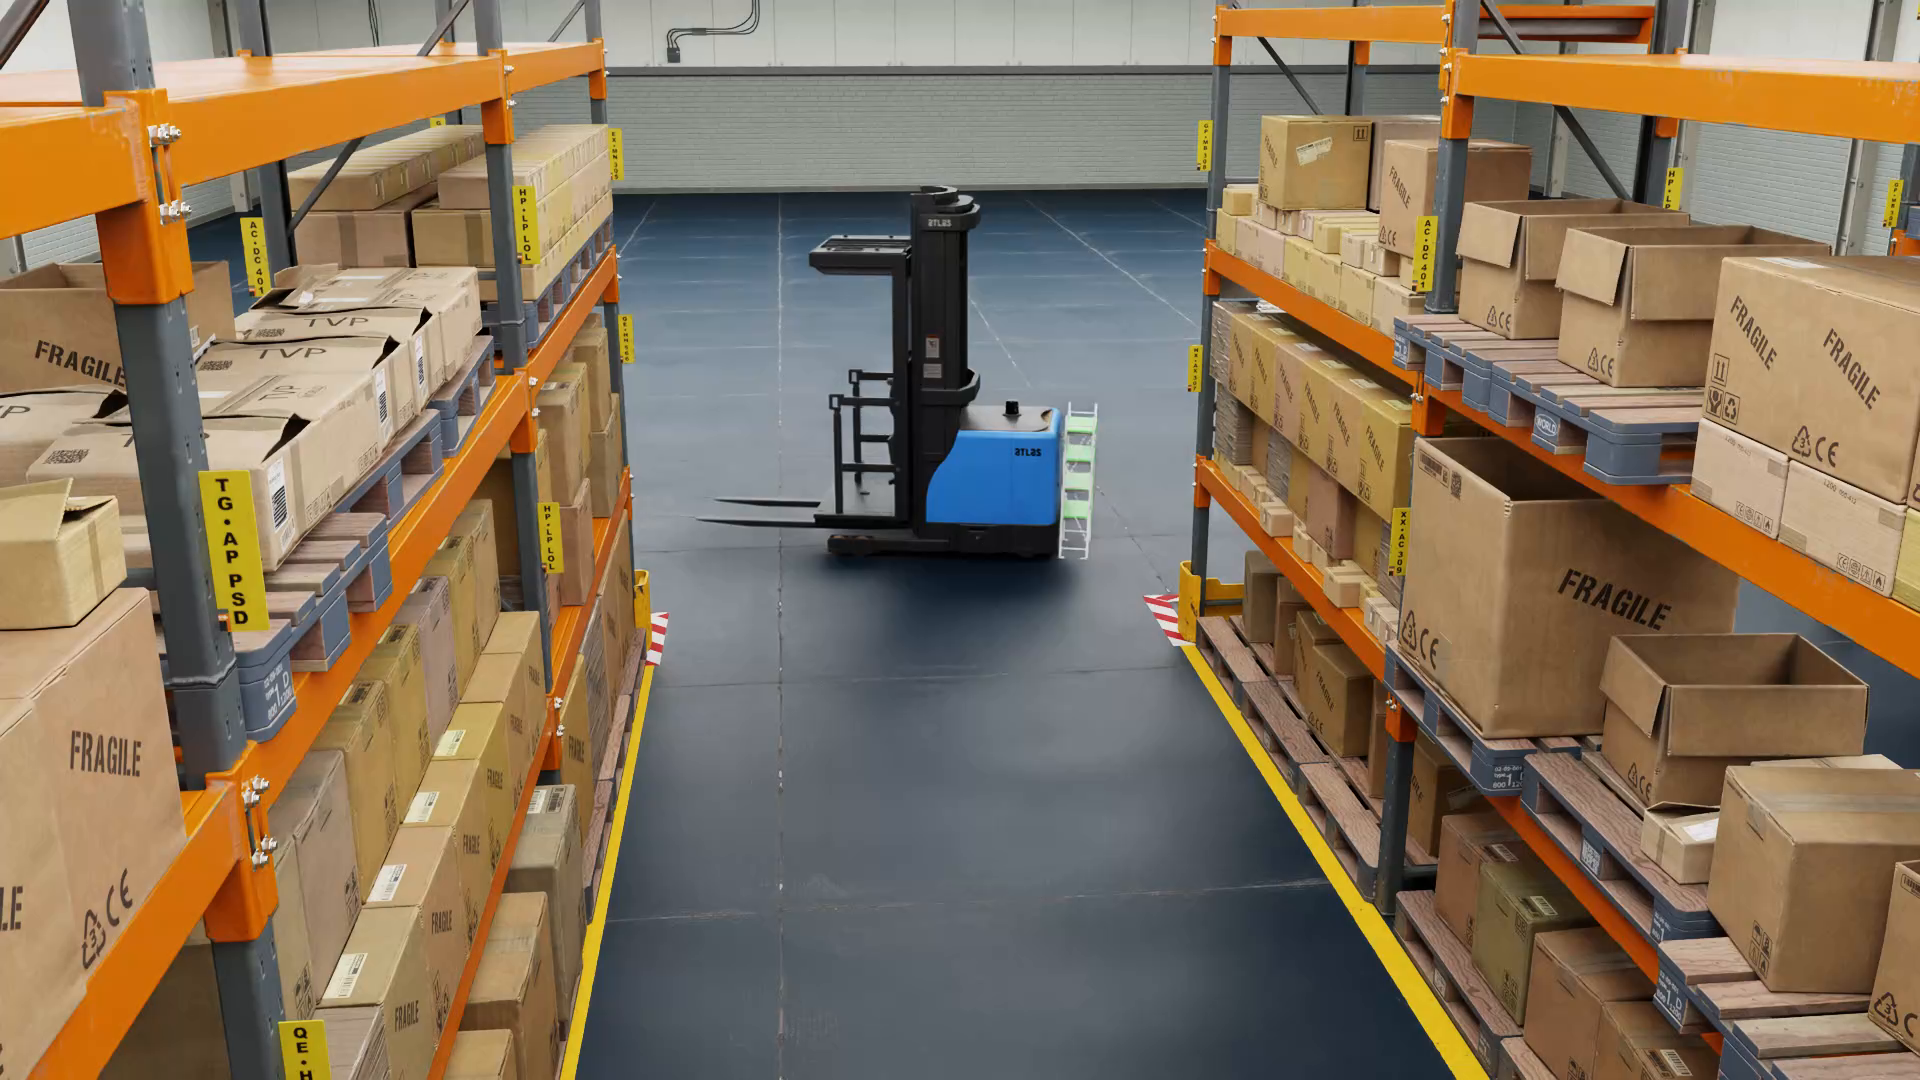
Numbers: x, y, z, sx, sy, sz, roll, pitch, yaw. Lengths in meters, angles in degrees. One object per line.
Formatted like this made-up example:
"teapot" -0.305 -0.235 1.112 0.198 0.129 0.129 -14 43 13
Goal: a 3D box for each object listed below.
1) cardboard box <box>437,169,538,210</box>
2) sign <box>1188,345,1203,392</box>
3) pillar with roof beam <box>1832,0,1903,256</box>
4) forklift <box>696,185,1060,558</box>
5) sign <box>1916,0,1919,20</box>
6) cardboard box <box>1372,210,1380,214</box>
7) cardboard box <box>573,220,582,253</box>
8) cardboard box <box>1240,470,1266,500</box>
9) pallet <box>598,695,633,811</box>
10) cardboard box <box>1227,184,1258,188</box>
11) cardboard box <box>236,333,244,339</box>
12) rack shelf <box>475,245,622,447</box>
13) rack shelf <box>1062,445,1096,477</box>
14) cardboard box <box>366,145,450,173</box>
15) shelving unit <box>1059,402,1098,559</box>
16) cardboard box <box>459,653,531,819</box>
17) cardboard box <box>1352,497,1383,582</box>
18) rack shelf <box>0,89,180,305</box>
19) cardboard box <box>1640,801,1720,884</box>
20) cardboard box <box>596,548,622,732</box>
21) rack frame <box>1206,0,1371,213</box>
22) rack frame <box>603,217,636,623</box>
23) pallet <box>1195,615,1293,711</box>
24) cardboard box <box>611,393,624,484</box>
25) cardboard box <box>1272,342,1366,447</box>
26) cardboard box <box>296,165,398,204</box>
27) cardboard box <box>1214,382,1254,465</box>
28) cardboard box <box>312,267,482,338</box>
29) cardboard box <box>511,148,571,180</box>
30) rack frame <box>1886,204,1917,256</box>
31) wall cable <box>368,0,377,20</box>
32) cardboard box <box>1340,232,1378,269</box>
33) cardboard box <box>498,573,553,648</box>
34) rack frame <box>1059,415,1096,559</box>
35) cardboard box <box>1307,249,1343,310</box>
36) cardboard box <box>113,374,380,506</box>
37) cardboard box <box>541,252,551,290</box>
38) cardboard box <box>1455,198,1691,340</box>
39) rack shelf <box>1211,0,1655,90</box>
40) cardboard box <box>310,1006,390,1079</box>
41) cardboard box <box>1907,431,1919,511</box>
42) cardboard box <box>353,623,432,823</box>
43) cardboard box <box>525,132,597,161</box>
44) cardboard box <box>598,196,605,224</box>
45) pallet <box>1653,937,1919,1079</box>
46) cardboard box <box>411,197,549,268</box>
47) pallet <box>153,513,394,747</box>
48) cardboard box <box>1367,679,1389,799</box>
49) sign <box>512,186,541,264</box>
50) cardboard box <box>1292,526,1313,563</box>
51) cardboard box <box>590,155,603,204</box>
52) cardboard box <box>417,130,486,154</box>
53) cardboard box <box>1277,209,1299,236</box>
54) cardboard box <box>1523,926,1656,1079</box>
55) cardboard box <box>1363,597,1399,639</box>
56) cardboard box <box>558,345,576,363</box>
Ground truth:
"cardboard box" -2.062 -1.533 7.264 0.380 0.149 0.250 -2 18 -5
"sign" 1.629 -1.185 11.500 0.100 0.325 0.005 -2 18 -6
"pillar with roof beam" 11.744 -9.158 28.326 9.100 9.000 0.400 -2 18 -6
"forklift" -0.680 -1.415 13.792 3.031 2.935 1.130 2 18 5
"sign" 6.548 -3.689 11.253 0.100 0.325 0.005 -2 18 -6
"cardboard box" 2.635 -1.878 9.728 0.380 0.149 0.250 -3 18 -8
"cardboard box" -2.219 -1.606 8.827 0.380 0.149 0.250 -2 17 -5
"cardboard box" 2.025 -0.353 10.713 0.380 0.149 0.250 -2 18 -6
"pallet" -2.492 1.263 9.802 1.003 0.211 1.213 -2 18 -6
"cardboard box" 1.968 -2.250 10.912 0.380 0.149 0.250 -2 18 -6
"cardboard box" -2.476 -0.608 5.649 0.380 0.149 0.250 -2 18 -6
"rack shelf" -2.569 -1.158 9.051 1.077 0.370 4.000 -2 18 -6
"rack shelf" 0.981 -0.662 13.681 0.258 0.148 0.480 3 18 5
"cardboard box" -2.874 -1.966 8.642 0.380 0.149 0.250 -2 17 -5
"shelving unit" 0.975 -0.494 13.734 0.258 1.200 0.503 3 18 5
"cardboard box" -1.990 0.776 6.531 0.500 0.500 0.500 -2 18 -6
"cardboard box" 2.580 -0.073 8.738 0.875 0.500 0.500 -2 18 -6
"rack shelf" -1.743 -0.015 1.070 1.077 0.370 4.000 -2 18 -6
"cardboard box" 2.554 0.970 5.604 0.396 0.266 0.258 -2 18 -7
"cardboard box" -2.546 0.609 10.074 0.875 0.875 0.875 -2 18 -7
"rack frame" 2.169 -3.651 10.784 1.000 3.000 0.127 -2 18 -6
"rack frame" -2.775 -0.666 11.291 1.000 3.000 0.127 -2 18 -6
"pallet" 2.226 0.807 11.254 1.003 0.211 1.213 -2 18 -6
"cardboard box" -2.692 -0.628 10.920 0.875 0.550 0.550 -2 18 -6
"cardboard box" 2.110 -0.837 9.501 0.500 0.500 0.500 -2 18 -6
"cardboard box" -2.743 -1.588 7.441 0.380 0.149 0.250 -2 18 -6
"cardboard box" 2.199 -0.814 11.099 0.875 0.500 0.500 -2 18 -6
"cardboard box" -2.130 -0.876 6.335 0.500 0.250 0.500 -2 17 -5
"cardboard box" -2.194 -1.912 8.472 0.380 0.149 0.250 -2 18 -6
"rack frame" 7.096 -0.942 12.170 1.000 3.000 0.127 -2 18 -6
"wall cable" -12.841 -13.824 39.938 3.097 2.526 0.112 -2 18 -6
"cardboard box" 2.158 -1.471 8.432 0.380 0.149 0.250 -2 18 -7
"cardboard box" -2.412 0.345 7.821 0.875 0.550 0.550 -2 18 -6
"rack frame" 0.949 -0.421 13.503 0.240 1.200 0.015 3 18 5
"cardboard box" 2.174 -1.392 8.847 0.500 0.250 0.500 -2 18 -6
"cardboard box" -1.857 -0.262 4.378 0.500 0.250 0.500 -1 17 -4
"cardboard box" -2.090 -1.230 7.630 0.380 0.149 0.250 -2 18 -5
"cardboard box" 2.532 -1.135 6.903 0.797 0.503 0.637 -3 18 -8
"rack shelf" 2.375 -2.711 8.994 1.077 0.370 4.000 -2 18 -6
"cardboard box" -1.727 1.528 4.136 0.500 0.500 0.500 -2 17 -5
"cardboard box" 2.696 -0.257 3.980 0.500 0.500 0.500 -1 17 -4
"cardboard box" -2.148 0.603 5.412 0.700 0.500 0.500 -2 18 -6
"cardboard box" -2.324 -2.288 9.669 0.380 0.149 0.250 -1 17 -5
"cardboard box" -2.351 -1.985 10.036 0.380 0.149 0.250 -2 17 -5
"pallet" 2.815 1.477 4.785 1.213 0.211 1.003 -2 18 -6
"cardboard box" -2.134 -1.378 7.437 0.500 0.250 0.500 -2 18 -5
"pallet" -2.069 0.186 3.883 1.213 0.211 1.003 -1 17 -3
"cardboard box" 2.514 1.104 9.125 0.500 0.500 0.500 4 18 12
"sign" -1.824 -1.322 6.983 0.100 0.325 0.005 -2 18 -6
"cardboard box" 2.127 0.020 9.524 0.380 0.149 0.250 -2 18 -6
"cardboard box" -2.396 -2.129 9.829 0.500 0.250 0.500 -2 18 -6
"cardboard box" -3.005 -2.346 9.853 0.380 0.149 0.250 -2 18 -6
"cardboard box" 2.068 -1.861 9.674 0.380 0.149 0.250 -3 18 -8
"cardboard box" 2.712 1.878 6.625 0.700 0.500 0.500 -3 18 -10
"cardboard box" 2.251 0.393 8.338 0.380 0.149 0.250 -2 18 -6
"cardboard box" -2.704 -0.809 9.693 0.875 0.550 0.550 -2 18 -6
